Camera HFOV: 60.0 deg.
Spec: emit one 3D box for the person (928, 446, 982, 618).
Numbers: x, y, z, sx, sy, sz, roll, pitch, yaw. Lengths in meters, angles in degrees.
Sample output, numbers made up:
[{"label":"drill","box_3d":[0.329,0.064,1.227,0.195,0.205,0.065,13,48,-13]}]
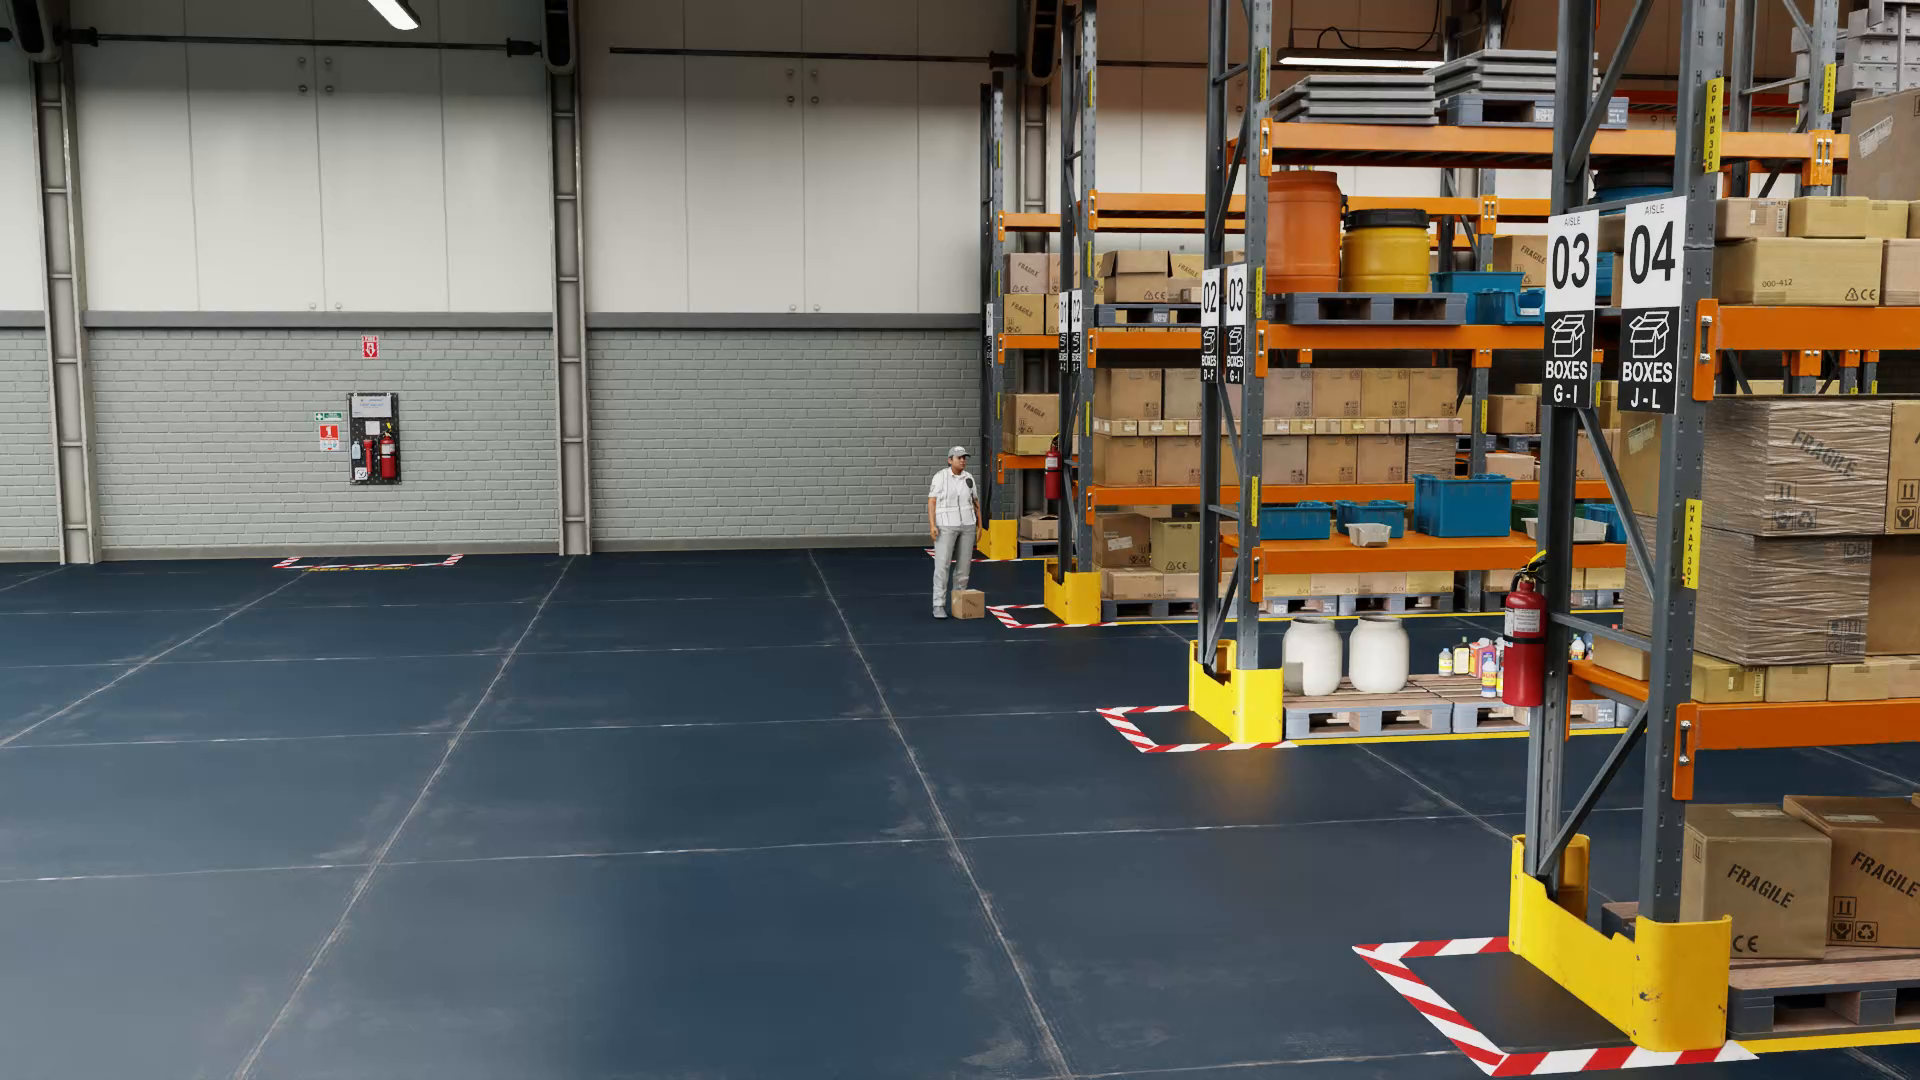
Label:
[{"label":"person","box_3d":[-0.035,-0.094,16.546,0.599,1.670,0.529,-3,7,-22]}]
